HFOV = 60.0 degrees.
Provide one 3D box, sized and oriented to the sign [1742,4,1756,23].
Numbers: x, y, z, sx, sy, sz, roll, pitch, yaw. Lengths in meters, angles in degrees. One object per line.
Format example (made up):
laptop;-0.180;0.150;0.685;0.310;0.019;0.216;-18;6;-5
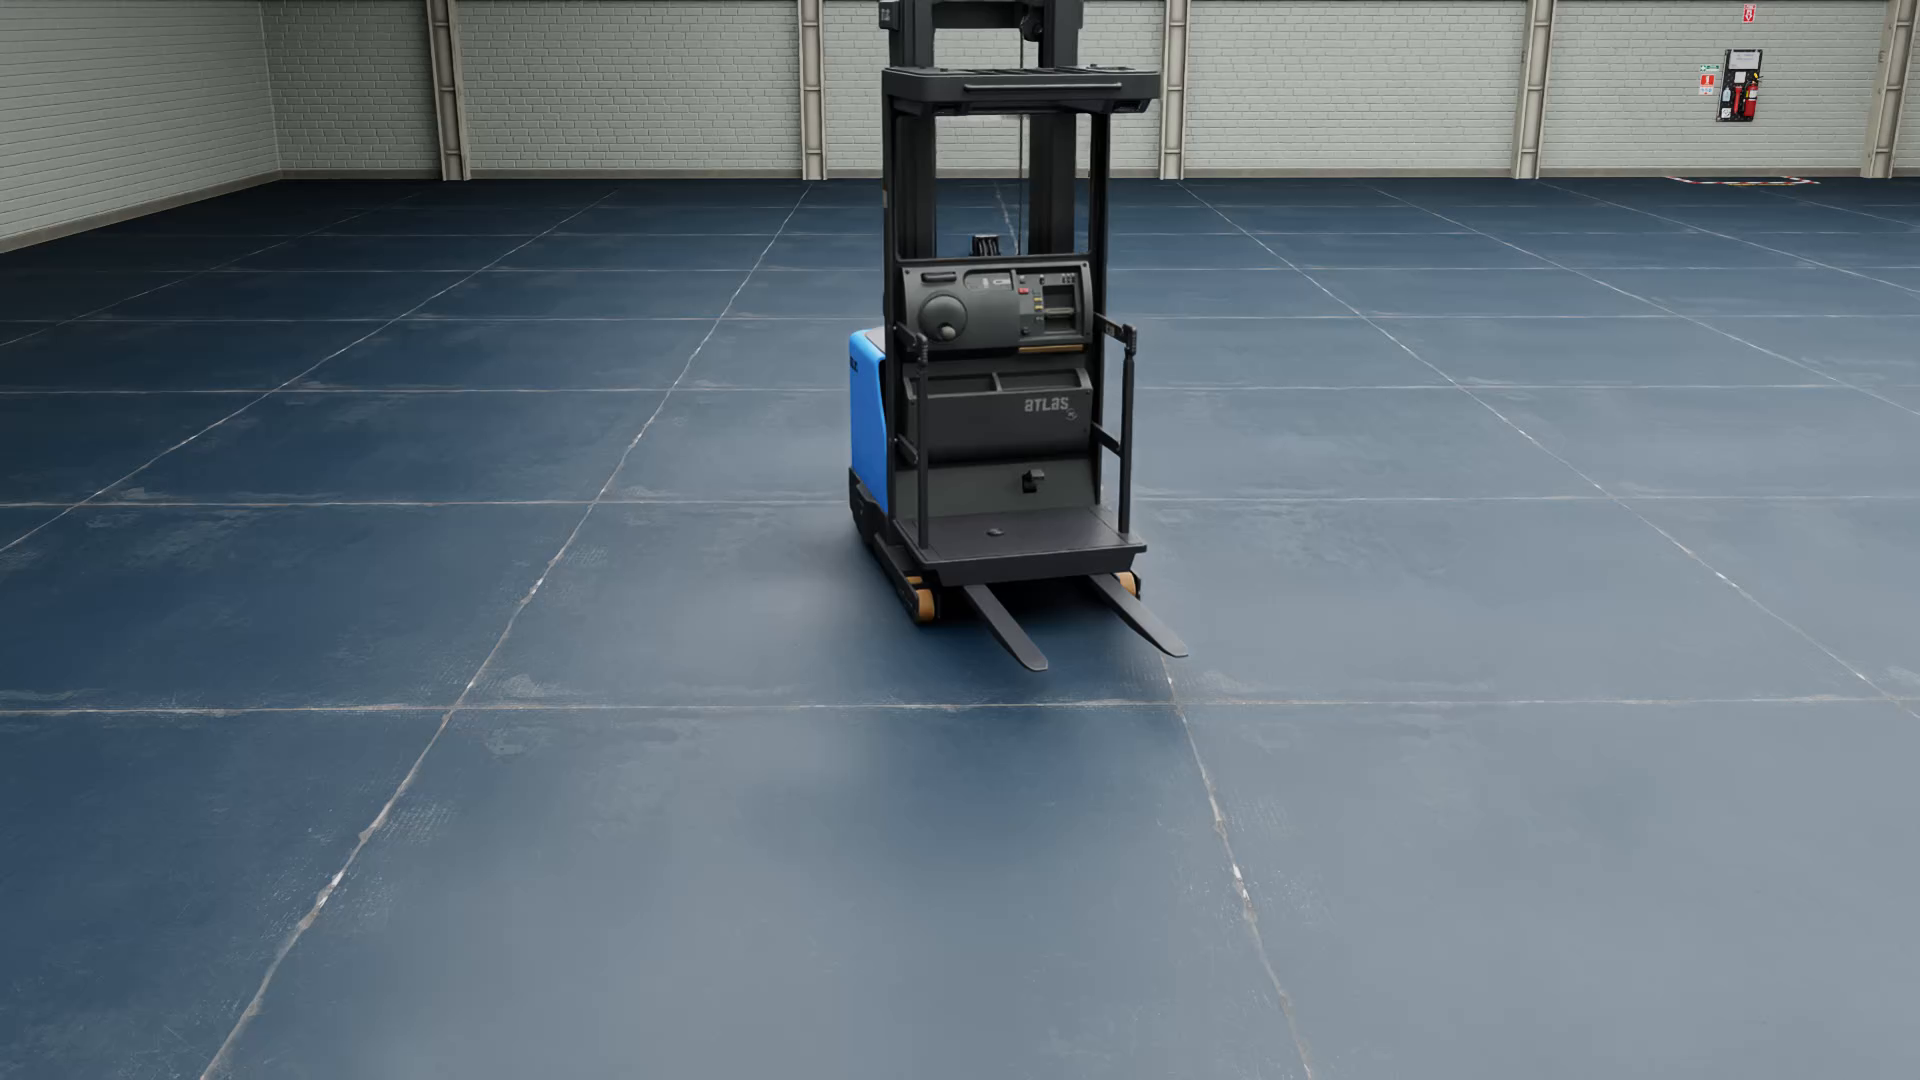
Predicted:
sign;13.076;-8.728;27.550;0.199;0.298;0.001;0;18;-1

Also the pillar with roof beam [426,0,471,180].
pillar with roof beam;-8.372;-9.020;22.435;0.400;9.000;9.100;0;18;-1

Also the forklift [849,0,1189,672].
forklift;0.240;-1.132;7.777;1.130;2.935;3.031;-5;18;-14

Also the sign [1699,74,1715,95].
sign;12.531;-7.640;27.894;0.234;0.329;0.001;0;18;-1

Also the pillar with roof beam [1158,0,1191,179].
pillar with roof beam;3.626;-9.078;22.615;0.400;9.000;9.100;0;18;-1

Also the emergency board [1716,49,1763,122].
emergency board;13.085;-7.594;27.810;0.643;1.169;0.194;0;18;-1

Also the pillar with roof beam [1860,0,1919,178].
pillar with roof beam;15.625;-9.136;22.795;0.400;9.000;9.100;0;18;-1

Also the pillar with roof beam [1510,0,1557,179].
pillar with roof beam;9.625;-9.107;22.705;0.400;9.000;9.100;0;18;-1

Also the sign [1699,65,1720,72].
sign;12.535;-7.889;27.805;0.331;0.109;0.001;0;18;-1

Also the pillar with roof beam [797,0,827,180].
pillar with roof beam;-2.373;-9.049;22.525;0.400;9.000;9.100;0;18;-1

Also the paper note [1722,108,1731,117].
paper note;12.907;-7.195;28.007;0.142;0.148;0.016;0;18;-1
